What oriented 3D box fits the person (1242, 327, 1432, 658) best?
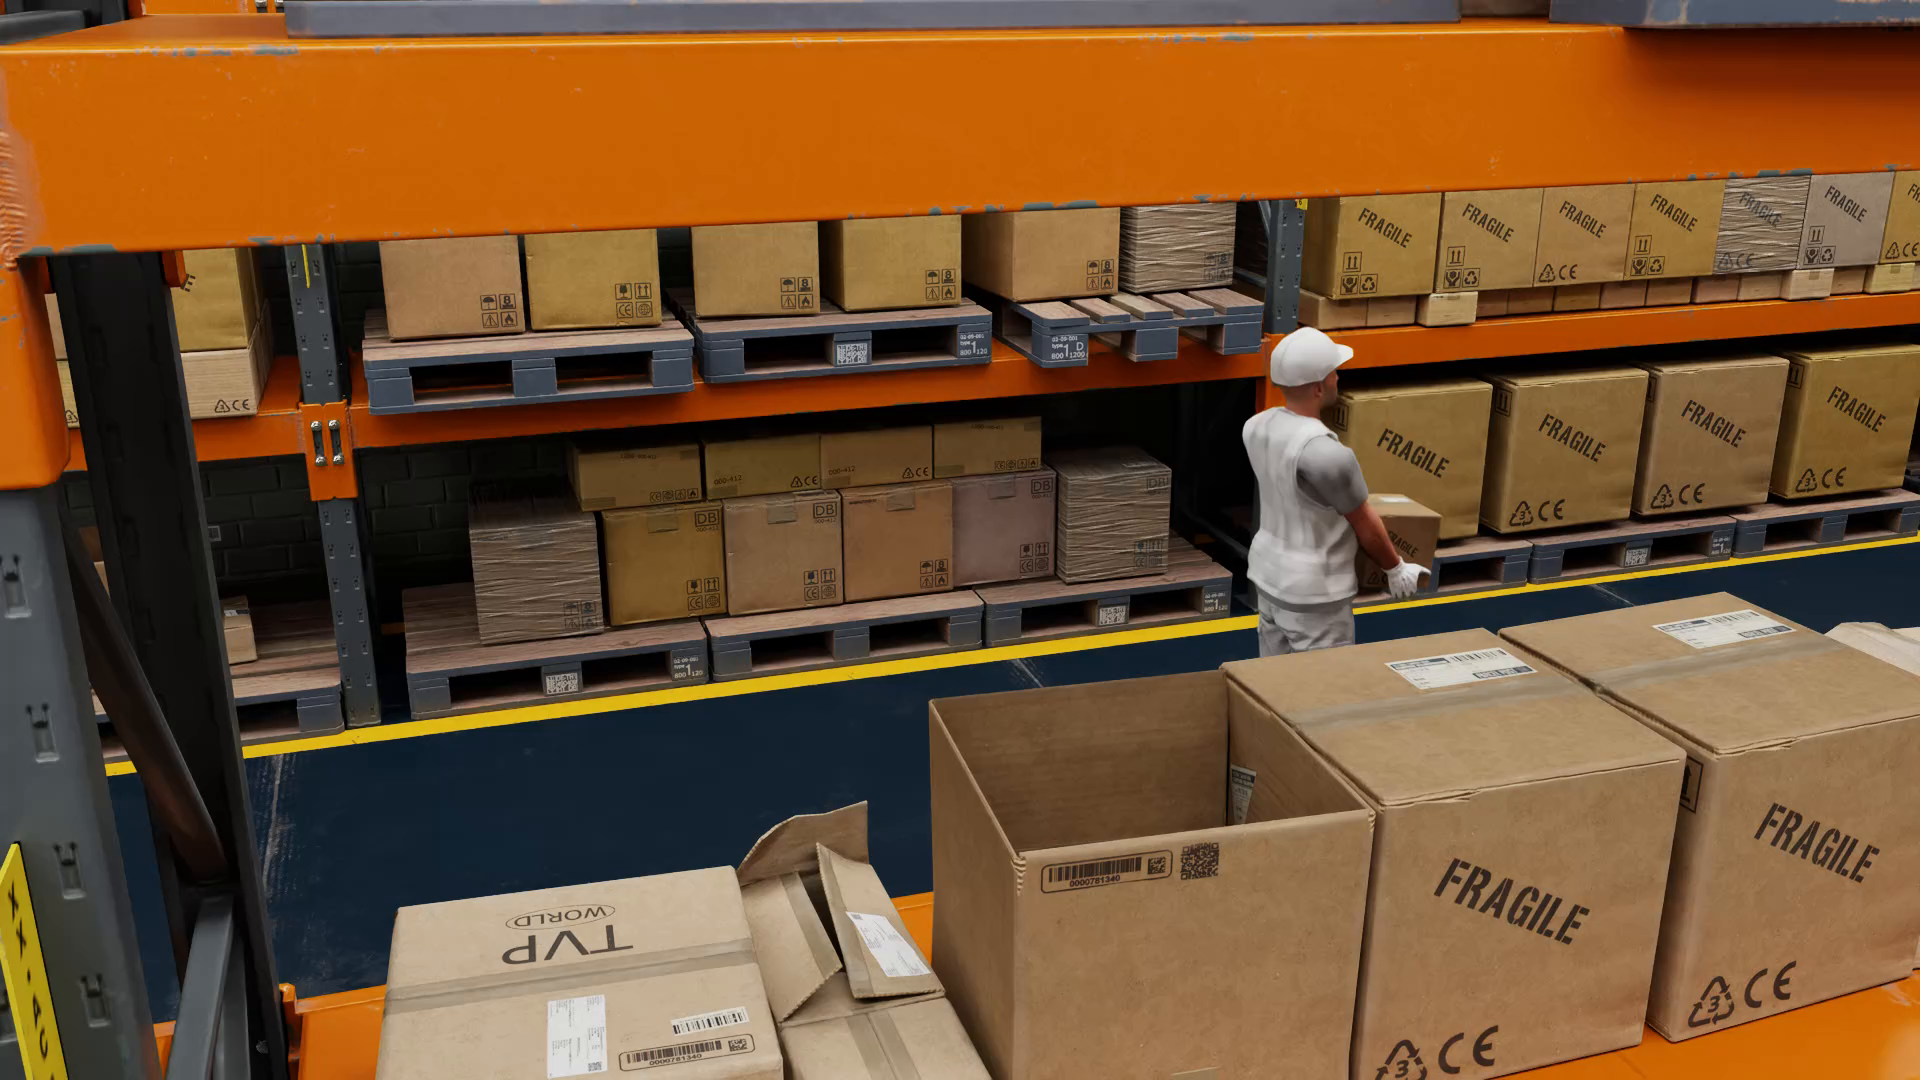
[{"bbox_3d":[1.241,0.164,5.558,0.563,1.784,0.494,-6,20,-16],"label":"person"}]
